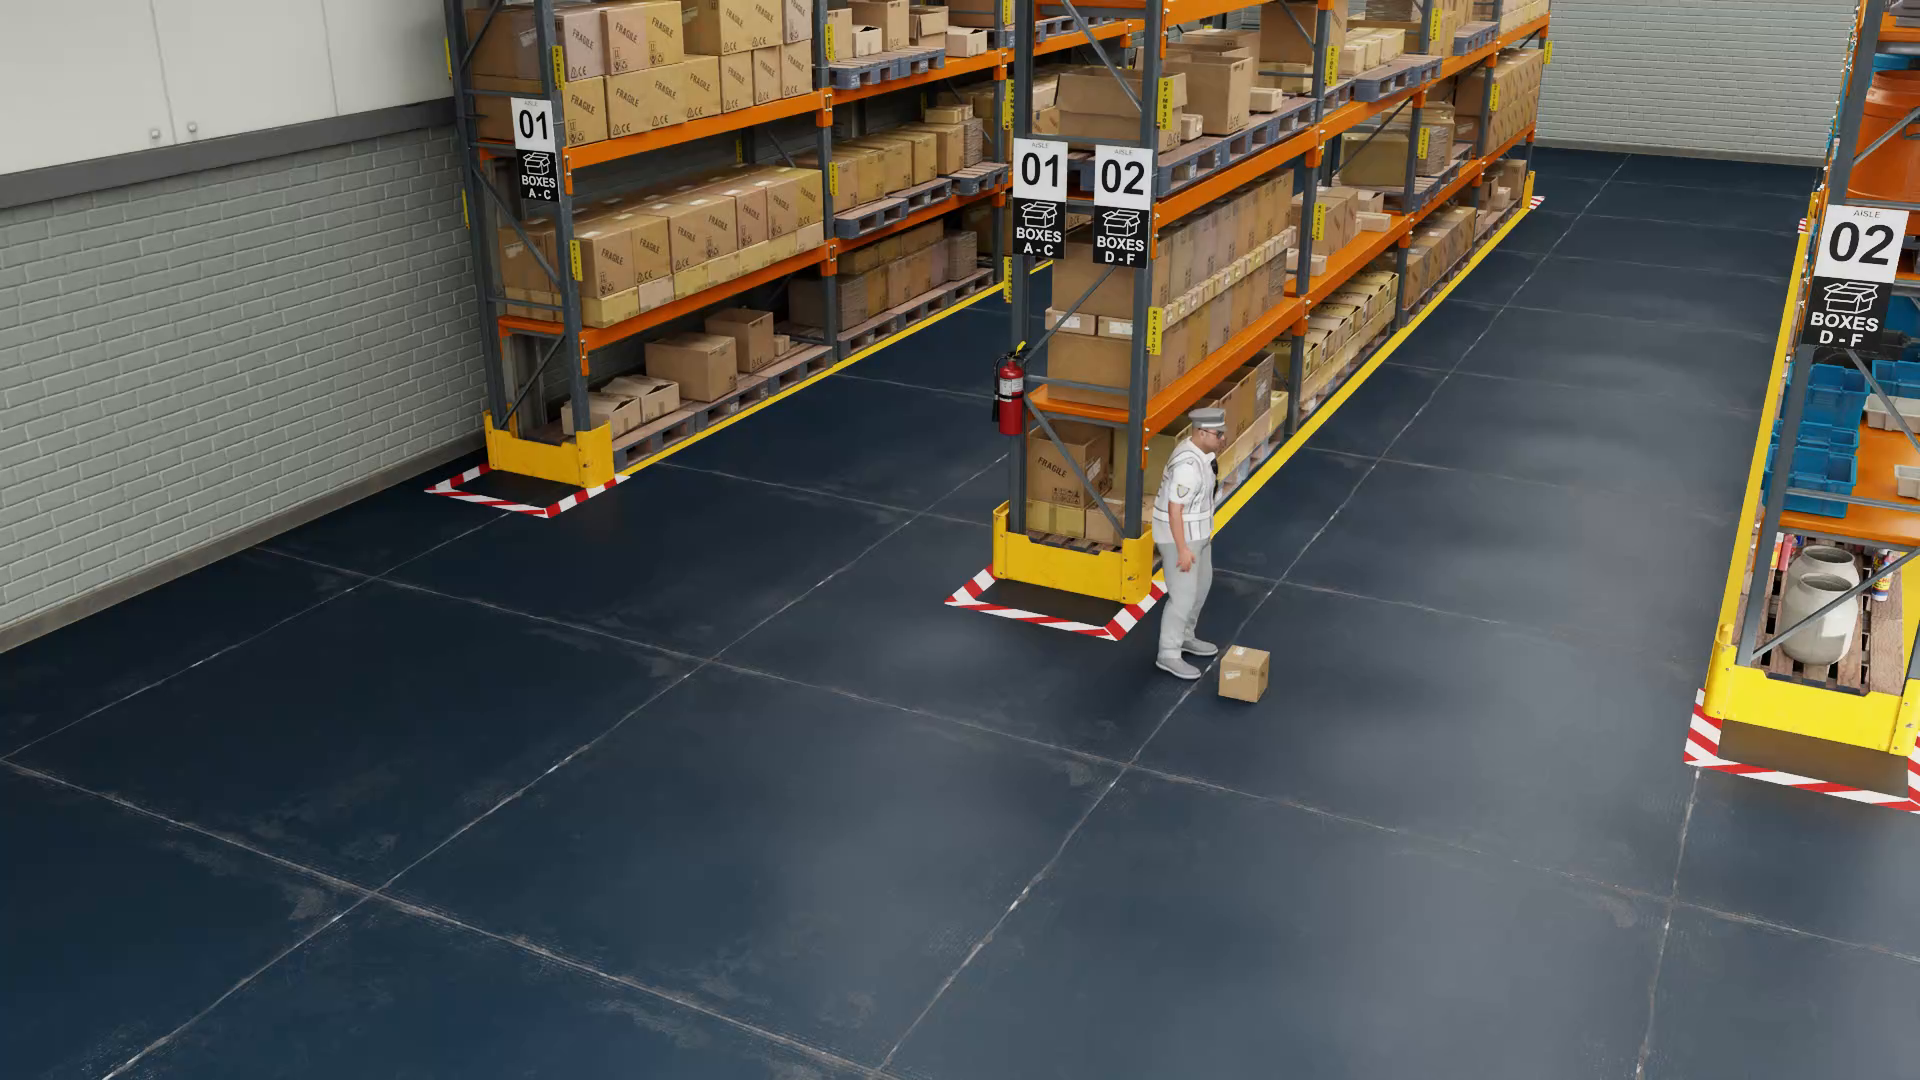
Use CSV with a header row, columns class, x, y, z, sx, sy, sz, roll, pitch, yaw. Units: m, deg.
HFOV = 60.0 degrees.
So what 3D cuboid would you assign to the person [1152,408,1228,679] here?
class,x,y,z,sx,sy,sz,roll,pitch,yaw
person,1.475,-0.022,10.792,0.435,1.750,0.608,10,24,22
